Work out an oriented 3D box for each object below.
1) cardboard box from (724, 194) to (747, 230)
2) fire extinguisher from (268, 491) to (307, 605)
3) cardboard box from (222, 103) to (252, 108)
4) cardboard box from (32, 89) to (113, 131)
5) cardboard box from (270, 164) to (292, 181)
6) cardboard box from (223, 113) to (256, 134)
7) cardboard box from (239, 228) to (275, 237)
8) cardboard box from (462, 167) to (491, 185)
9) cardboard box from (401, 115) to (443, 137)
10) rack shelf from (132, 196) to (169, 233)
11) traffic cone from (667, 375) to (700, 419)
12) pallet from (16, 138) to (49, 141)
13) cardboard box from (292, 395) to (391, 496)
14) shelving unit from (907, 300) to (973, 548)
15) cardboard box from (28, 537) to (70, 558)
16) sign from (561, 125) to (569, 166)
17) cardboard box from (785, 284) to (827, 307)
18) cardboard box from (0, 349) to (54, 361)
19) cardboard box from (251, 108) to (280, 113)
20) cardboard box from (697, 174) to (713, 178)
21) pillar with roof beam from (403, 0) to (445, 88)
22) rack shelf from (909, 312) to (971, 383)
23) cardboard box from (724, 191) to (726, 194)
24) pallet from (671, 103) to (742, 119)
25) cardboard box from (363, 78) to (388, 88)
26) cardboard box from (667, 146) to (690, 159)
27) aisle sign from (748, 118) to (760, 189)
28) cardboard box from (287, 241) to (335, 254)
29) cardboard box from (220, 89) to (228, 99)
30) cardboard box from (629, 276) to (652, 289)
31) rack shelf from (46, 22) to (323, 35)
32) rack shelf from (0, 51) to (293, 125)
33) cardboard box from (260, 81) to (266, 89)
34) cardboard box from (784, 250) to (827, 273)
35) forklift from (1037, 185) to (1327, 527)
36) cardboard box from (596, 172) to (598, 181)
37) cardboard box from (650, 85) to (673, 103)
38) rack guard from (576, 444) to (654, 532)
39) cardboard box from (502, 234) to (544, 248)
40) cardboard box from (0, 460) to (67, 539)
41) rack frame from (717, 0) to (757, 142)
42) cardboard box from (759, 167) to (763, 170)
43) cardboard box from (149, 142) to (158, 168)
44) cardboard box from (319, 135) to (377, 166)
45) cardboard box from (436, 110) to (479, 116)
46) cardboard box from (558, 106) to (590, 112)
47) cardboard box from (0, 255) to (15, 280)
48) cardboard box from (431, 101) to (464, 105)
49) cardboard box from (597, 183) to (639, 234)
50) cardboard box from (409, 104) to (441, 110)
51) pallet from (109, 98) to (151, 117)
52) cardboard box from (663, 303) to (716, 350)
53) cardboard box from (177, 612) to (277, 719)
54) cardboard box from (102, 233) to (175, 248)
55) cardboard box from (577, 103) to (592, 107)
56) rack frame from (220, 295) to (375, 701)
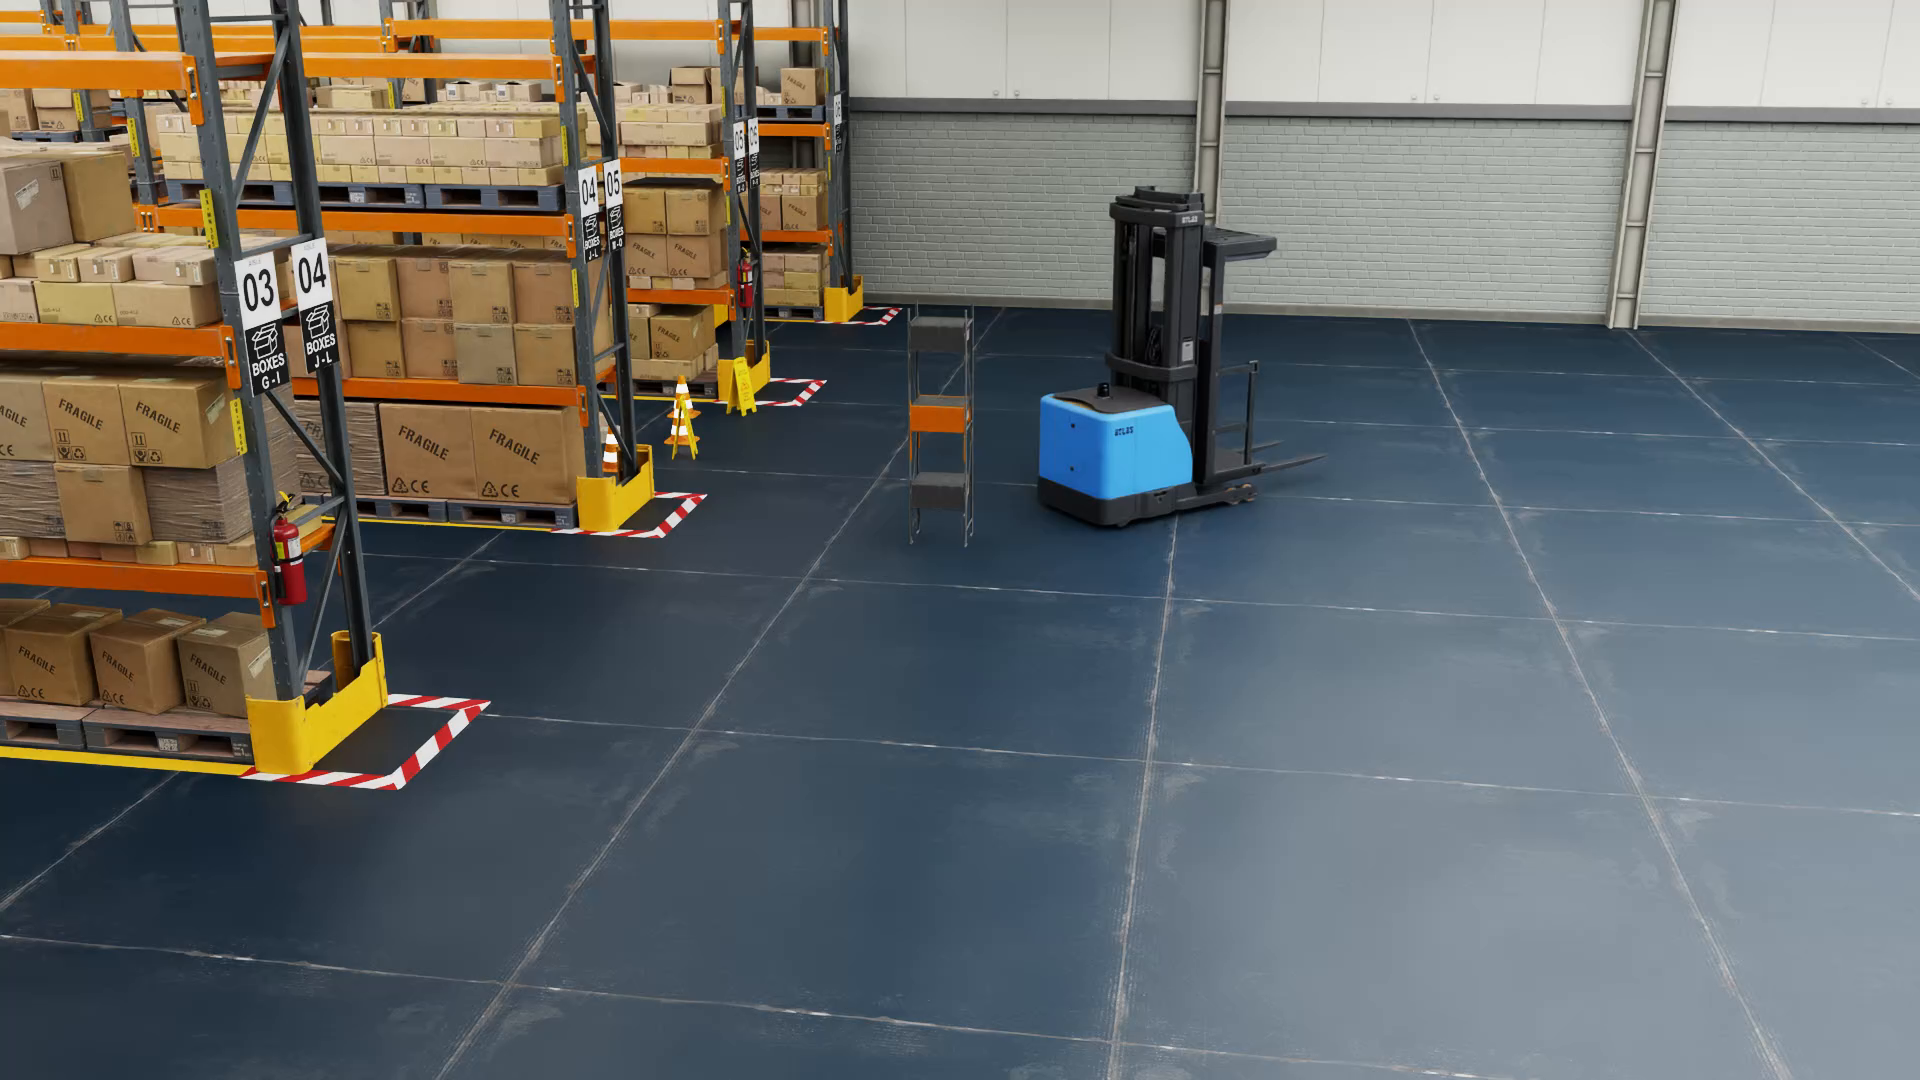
[{"bbox_3d":[-3.301,-4.839,24.382,0.500,0.500,0.500,3,19,8],"label":"cardboard box"},{"bbox_3d":[-4.072,0.052,10.043,0.183,0.674,0.296,3,19,9],"label":"fire extinguisher"},{"bbox_3d":[-8.929,-5.046,20.266,0.637,0.503,0.797,3,19,9],"label":"cardboard box"},{"bbox_3d":[-10.835,-5.285,20.318,0.637,0.503,0.797,2,19,5],"label":"cardboard box"},{"bbox_3d":[-5.865,-3.260,14.667,0.250,0.149,0.380,3,19,8],"label":"cardboard box"},{"bbox_3d":[-6.368,-3.663,14.616,0.250,0.149,0.380,3,19,8],"label":"cardboard box"},{"bbox_3d":[-8.498,-3.858,20.319,0.500,0.500,0.500,2,19,7],"label":"cardboard box"},{"bbox_3d":[-4.110,-3.170,14.399,0.250,0.149,0.380,3,19,9],"label":"cardboard box"},{"bbox_3d":[-4.614,-3.574,14.349,0.250,0.149,0.380,3,19,9],"label":"cardboard box"},{"bbox_3d":[-9.150,-3.067,15.649,4.000,0.370,1.077,3,19,9],"label":"rack shelf"},{"bbox_3d":[-3.170,-1.654,19.017,0.334,0.463,0.336,3,19,9],"label":"traffic cone"},{"bbox_3d":[-12.188,-5.046,20.728,1.213,0.211,1.003,4,19,11],"label":"pallet"},{"bbox_3d":[-5.675,-0.979,15.688,0.875,0.875,0.875,3,19,9],"label":"cardboard box"},{"bbox_3d":[-0.163,-1.004,14.495,0.503,2.100,0.431,3,19,9],"label":"shelving unit"},{"bbox_3d":[-5.663,-0.023,10.541,0.250,0.149,0.380,3,19,9],"label":"cardboard box"},{"bbox_3d":[-3.326,-3.319,13.998,0.005,0.325,0.100,3,19,9],"label":"sign"},{"bbox_3d":[-2.271,-3.615,24.551,0.500,0.250,0.500,3,19,9],"label":"cardboard box"},{"bbox_3d":[-6.093,-0.986,10.820,0.500,0.500,0.500,3,19,9],"label":"cardboard box"},{"bbox_3d":[-6.266,-3.869,15.232,0.250,0.149,0.380,3,19,9],"label":"cardboard box"},{"bbox_3d":[-3.659,-5.318,24.322,0.250,0.149,0.380,3,19,9],"label":"cardboard box"},{"bbox_3d":[-8.908,-6.911,21.274,0.400,9.000,9.100,3,19,9],"label":"pillar with roof beam"},{"bbox_3d":[-0.163,-1.655,14.277,0.480,0.518,0.431,3,19,9],"label":"rack shelf"},{"bbox_3d":[-3.414,-5.136,24.247,0.250,0.149,0.380,3,19,9],"label":"cardboard box"},{"bbox_3d":[-3.659,-6.280,24.256,1.213,0.211,1.003,3,19,9],"label":"pallet"},{"bbox_3d":[-8.465,-6.807,24.716,0.500,0.500,0.700,3,19,8],"label":"cardboard box"},{"bbox_3d":[-3.188,-4.476,19.120,0.250,0.149,0.380,3,19,9],"label":"cardboard box"},{"bbox_3d":[-2.430,-4.566,19.626,0.004,0.787,0.394,3,19,9],"label":"aisle sign"},{"bbox_3d":[-6.255,-2.448,15.453,0.550,0.550,0.875,3,19,9],"label":"cardboard box"},{"bbox_3d":[-11.043,-6.748,25.123,0.250,0.149,0.380,3,19,9],"label":"cardboard box"},{"bbox_3d":[-3.720,-3.073,19.657,0.250,0.149,0.380,3,19,10],"label":"cardboard box"},{"bbox_3d":[-11.630,-7.612,25.136,4.000,0.370,1.077,3,19,9],"label":"rack shelf"},{"bbox_3d":[-6.087,-2.738,9.943,4.000,0.370,1.077,3,19,9],"label":"rack shelf"},{"bbox_3d":[-10.285,-6.850,24.960,0.250,0.149,0.380,2,19,7],"label":"cardboard box"},{"bbox_3d":[-2.261,-4.090,24.394,0.500,0.250,0.500,4,19,10],"label":"cardboard box"},{"bbox_3d":[2.238,-1.849,15.709,3.031,2.935,1.130,-12,22,-32],"label":"forklift"},{"bbox_3d":[-5.439,-5.383,24.516,0.250,0.149,0.380,3,19,10],"label":"cardboard box"},{"bbox_3d":[-4.289,-6.432,23.963,0.258,0.266,0.396,2,19,7],"label":"cardboard box"},{"bbox_3d":[-3.202,-0.497,15.501,0.348,0.500,1.175,3,19,9],"label":"rack guard"},{"bbox_3d":[-5.107,-3.473,19.828,0.500,0.500,0.500,3,19,8],"label":"cardboard box"},{"bbox_3d":[-5.650,-0.386,10.603,0.500,0.500,0.875,3,19,9],"label":"cardboard box"},{"bbox_3d":[-2.540,-6.085,18.806,0.127,3.000,1.000,3,19,9],"label":"rack frame"},{"bbox_3d":[-3.077,-5.430,24.655,0.250,0.149,0.380,4,19,10],"label":"cardboard box"},{"bbox_3d":[-7.732,-3.599,15.497,0.396,0.266,0.258,3,19,8],"label":"cardboard box"},{"bbox_3d":[-5.240,-3.436,14.567,0.500,0.250,0.500,3,19,9],"label":"cardboard box"},{"bbox_3d":[-4.508,-3.780,14.965,0.250,0.149,0.380,3,19,8],"label":"cardboard box"},{"bbox_3d":[-4.441,-4.912,19.169,0.250,0.149,0.380,3,19,10],"label":"cardboard box"},{"bbox_3d":[-5.719,-1.659,9.916,0.250,0.149,0.380,2,19,6],"label":"cardboard box"},{"bbox_3d":[-6.142,-5.175,19.954,0.250,0.149,0.380,3,19,10],"label":"cardboard box"},{"bbox_3d":[-4.098,-3.881,19.472,0.500,0.500,0.700,3,19,8],"label":"cardboard box"},{"bbox_3d":[-6.231,-5.004,19.444,0.250,0.149,0.380,3,19,8],"label":"cardboard box"},{"bbox_3d":[-12.972,-6.677,25.601,1.003,0.211,1.213,3,19,9],"label":"pallet"},{"bbox_3d":[-3.317,-2.619,20.392,0.500,0.500,0.500,2,19,7],"label":"cardboard box"},{"bbox_3d":[-4.726,0.815,10.919,0.500,0.500,0.500,7,20,19],"label":"cardboard box"},{"bbox_3d":[-5.115,-1.815,10.381,0.250,0.149,0.380,4,19,11],"label":"cardboard box"},{"bbox_3d":[-4.356,-5.089,19.698,0.250,0.149,0.380,3,19,10],"label":"cardboard box"},{"bbox_3d":[-4.112,-0.135,10.479,0.127,3.000,1.000,3,19,9],"label":"rack frame"}]
